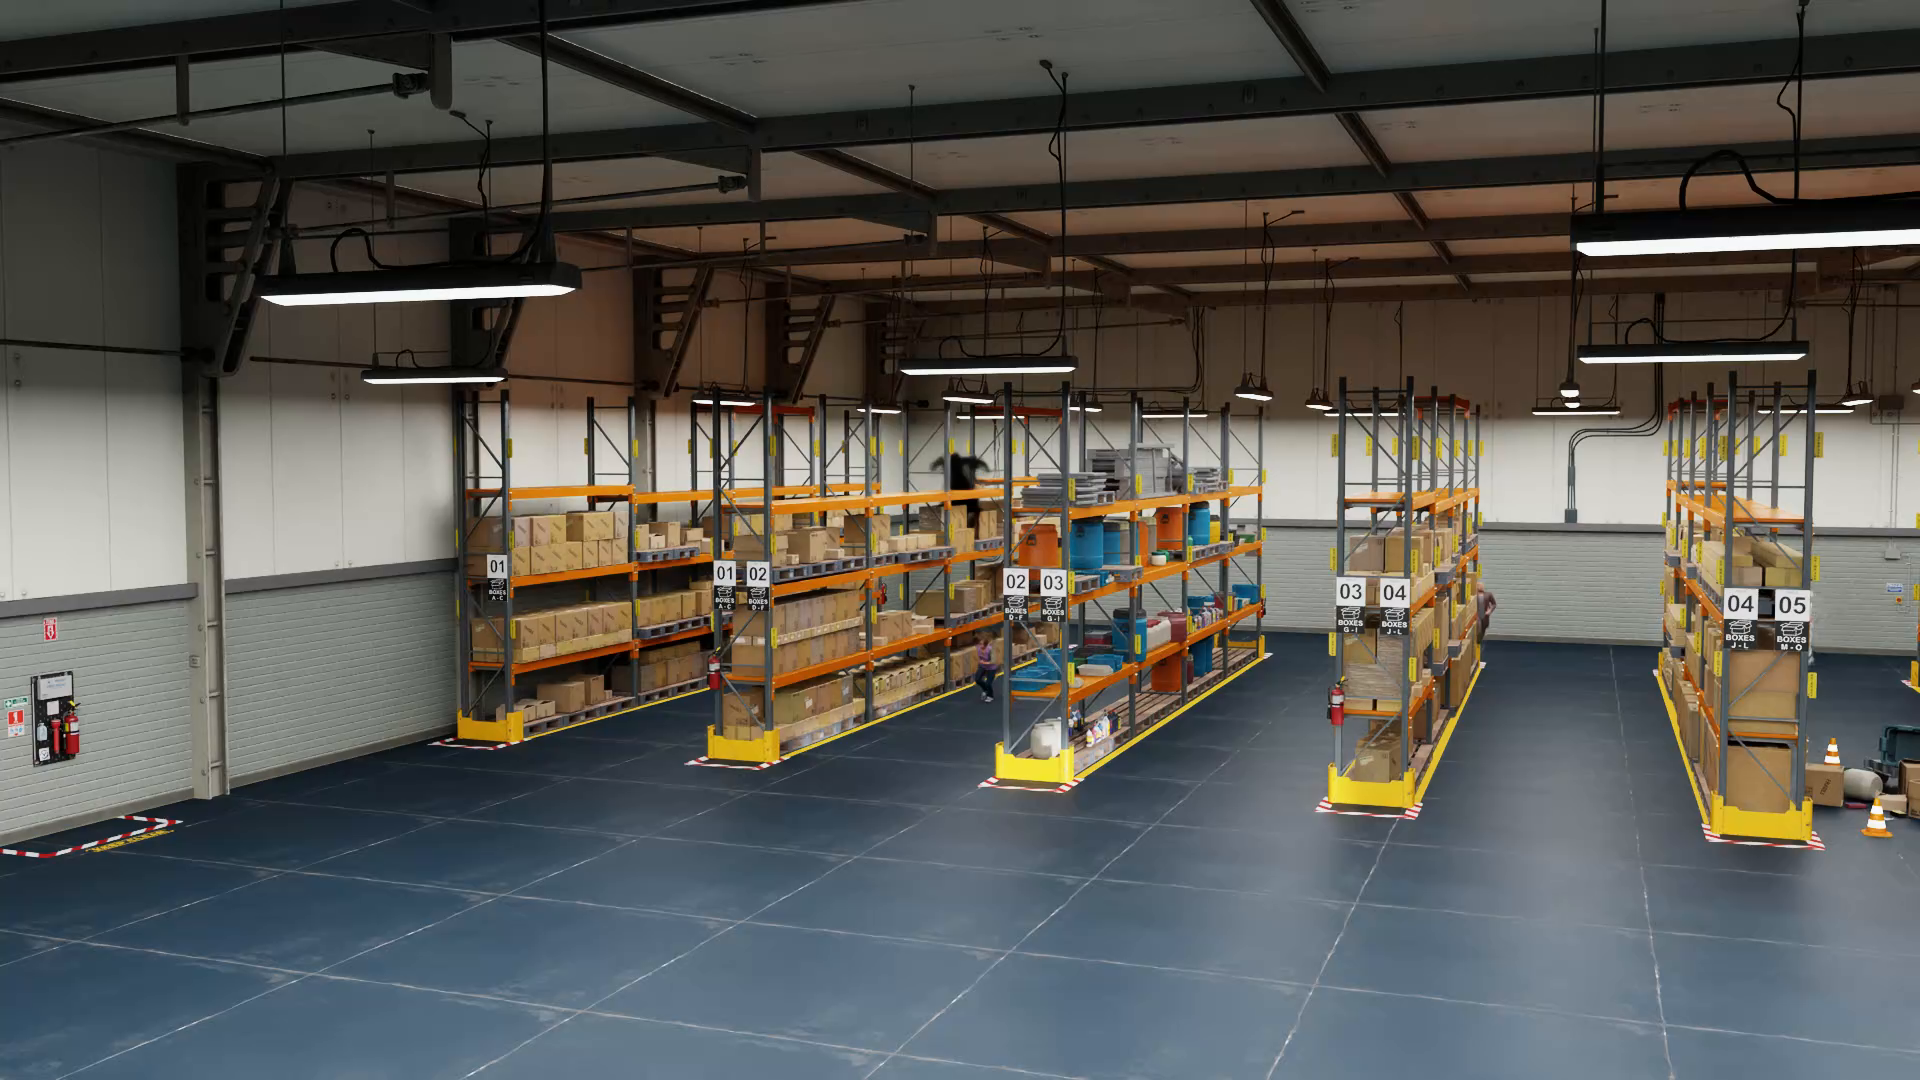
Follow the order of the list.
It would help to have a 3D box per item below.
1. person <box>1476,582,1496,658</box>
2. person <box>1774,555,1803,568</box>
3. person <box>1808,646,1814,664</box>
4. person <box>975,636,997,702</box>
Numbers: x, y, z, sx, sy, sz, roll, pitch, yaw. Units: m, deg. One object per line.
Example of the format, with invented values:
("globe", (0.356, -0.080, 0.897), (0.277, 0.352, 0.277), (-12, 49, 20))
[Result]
("person", (12.581, 1.904, 40.205), (0.712, 1.811, 0.933), (0, 3, 3))
("person", (15.931, 1.760, 26.297), (9.045, 3.614, 11.031), (1, 3, 9))
("person", (19.290, 2.018, 38.221), (0.799, 1.784, 0.567), (-1, 3, -12))
("person", (0.504, 2.523, 32.452), (0.551, 1.358, 0.922), (2, 4, 26))
